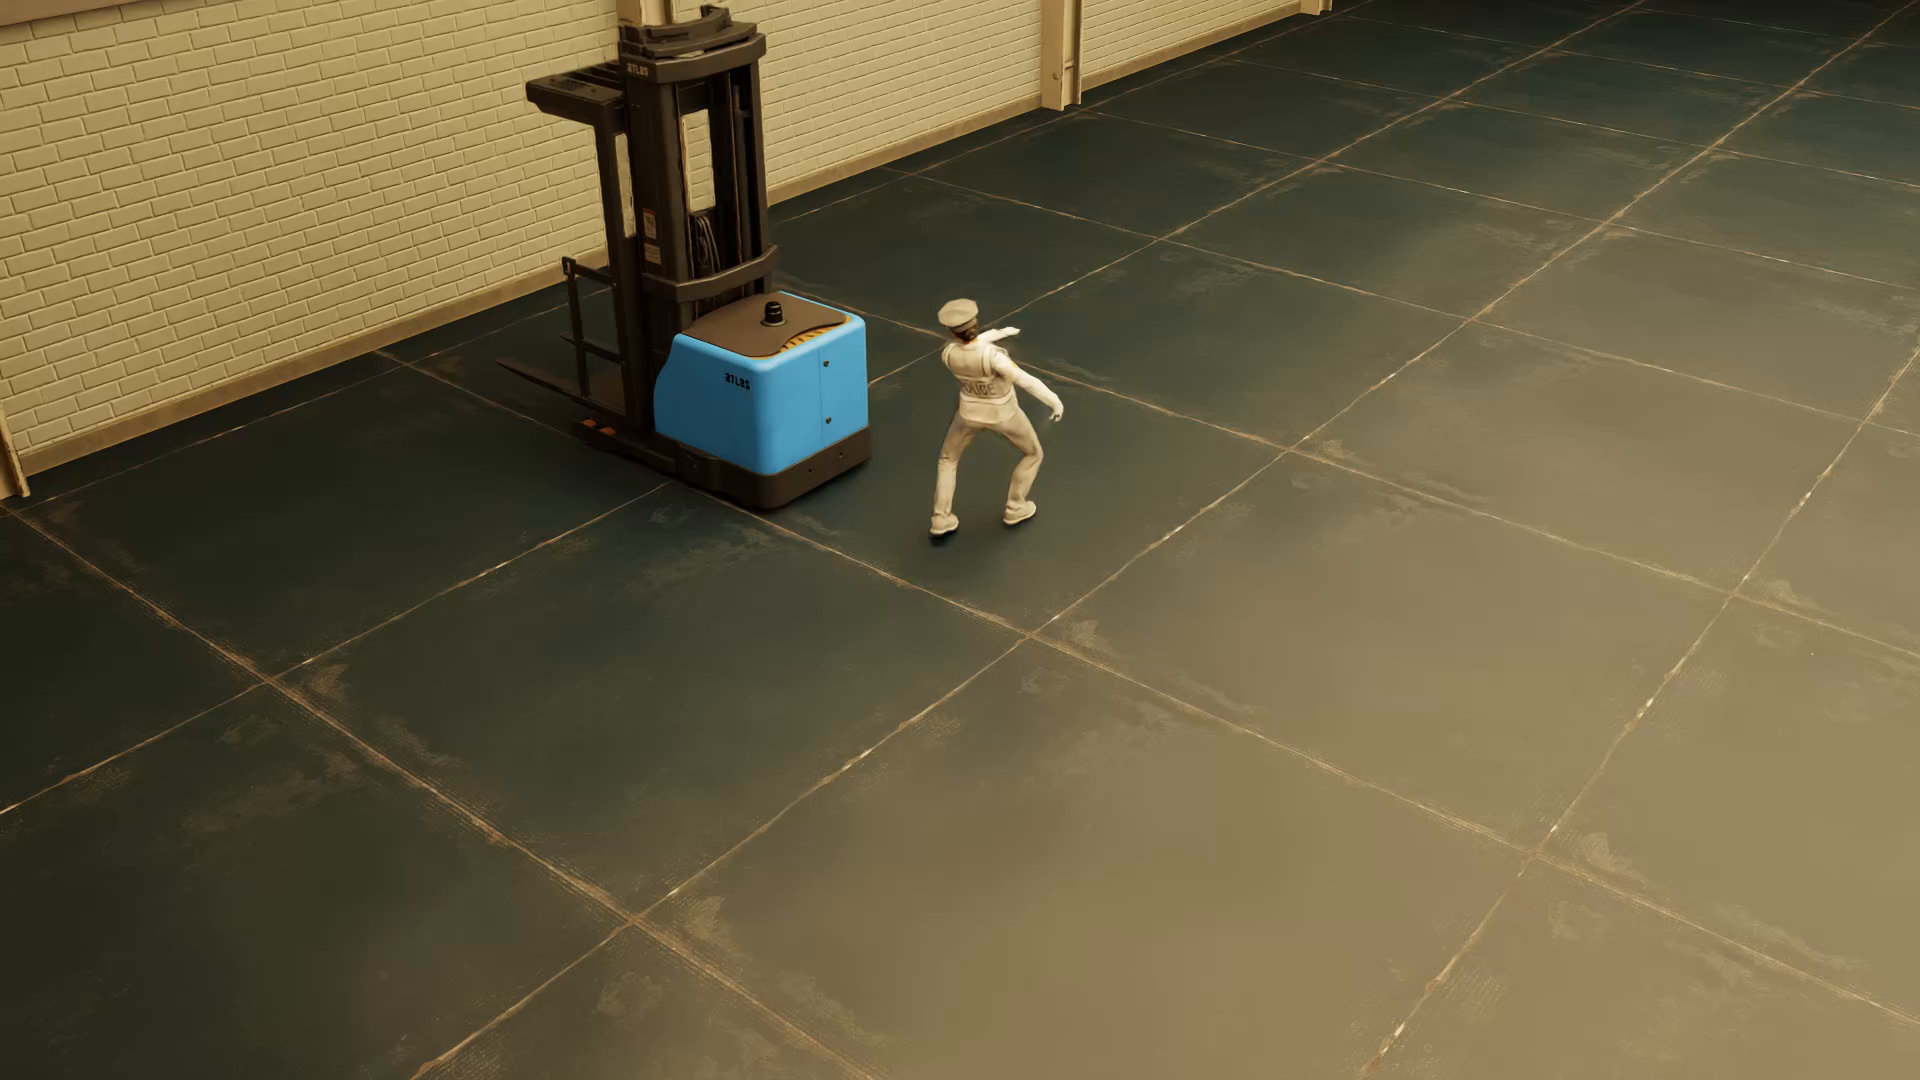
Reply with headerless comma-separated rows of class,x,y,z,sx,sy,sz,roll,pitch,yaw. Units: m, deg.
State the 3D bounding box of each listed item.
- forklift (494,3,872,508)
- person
forklift,-2.072,-2.068,11.133,3.031,2.935,1.130,22,37,33
person,0.255,-0.805,10.338,0.784,1.527,0.833,6,31,11
